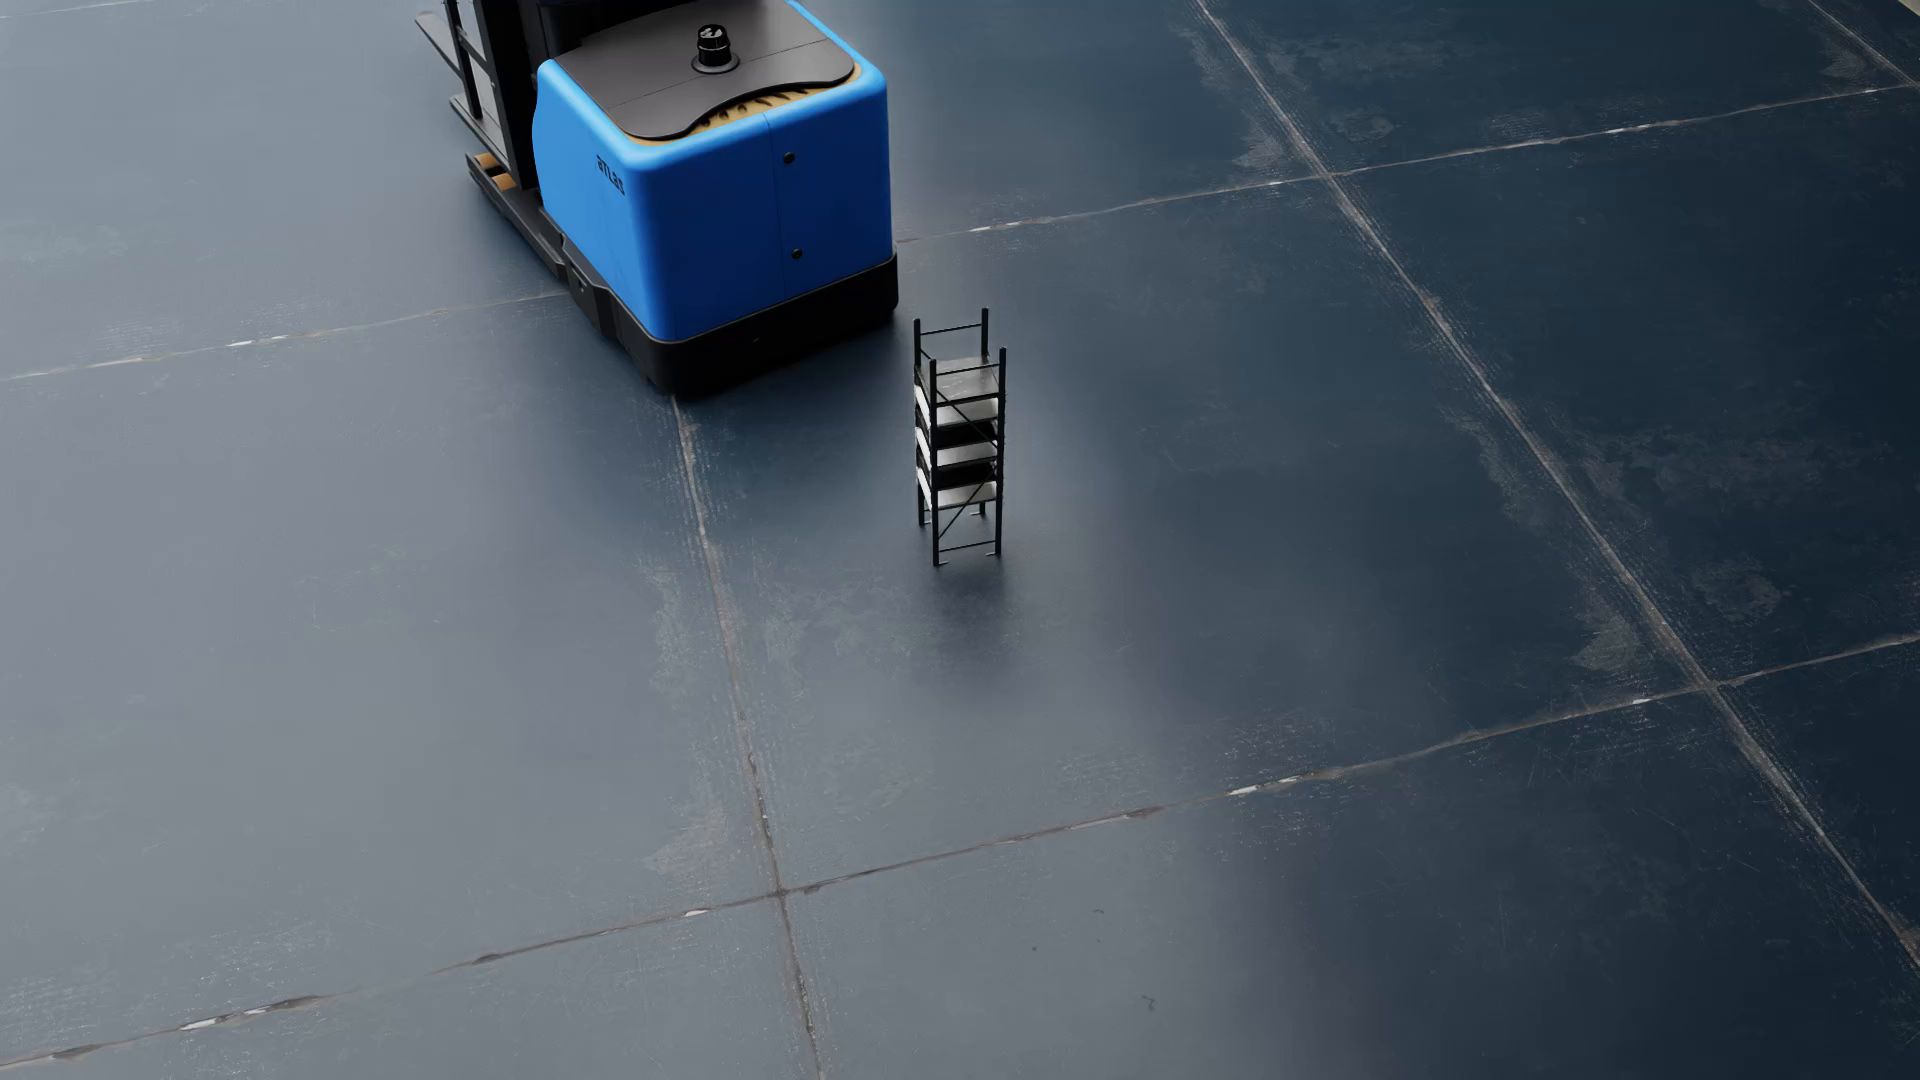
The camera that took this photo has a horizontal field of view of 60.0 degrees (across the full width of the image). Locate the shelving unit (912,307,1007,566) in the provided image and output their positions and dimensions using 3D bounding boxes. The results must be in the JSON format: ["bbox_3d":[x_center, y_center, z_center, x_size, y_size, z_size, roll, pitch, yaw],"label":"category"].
[{"bbox_3d":[-0.002,-0.321,5.434,0.258,0.900,0.210,-11,47,-10],"label":"shelving unit"}]

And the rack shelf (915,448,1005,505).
[{"bbox_3d":[-0.002,-0.234,5.522,0.258,0.077,0.200,-11,47,-10],"label":"rack shelf"}]

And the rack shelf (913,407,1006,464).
[{"bbox_3d":[-0.002,-0.360,5.394,0.258,0.077,0.200,-11,47,-10],"label":"rack shelf"}]

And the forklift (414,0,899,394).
[{"bbox_3d":[-1.474,-2.596,6.242,1.130,2.935,3.031,-25,51,-23],"label":"forklift"}]

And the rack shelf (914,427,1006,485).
[{"bbox_3d":[-0.002,-0.297,5.458,0.258,0.077,0.200,-11,47,-10],"label":"rack shelf"}]

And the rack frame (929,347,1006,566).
[{"bbox_3d":[0.024,-0.250,5.365,0.240,0.900,0.006,-11,47,-10],"label":"rack frame"}]

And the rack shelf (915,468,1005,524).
[{"bbox_3d":[-0.002,-0.171,5.586,0.258,0.077,0.200,-11,47,-10],"label":"rack shelf"}]

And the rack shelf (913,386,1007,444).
[{"bbox_3d":[-0.002,-0.423,5.329,0.258,0.077,0.200,-11,47,-10],"label":"rack shelf"}]

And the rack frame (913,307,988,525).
[{"bbox_3d":[-0.028,-0.391,5.503,0.240,0.900,0.006,-11,47,-10],"label":"rack frame"}]

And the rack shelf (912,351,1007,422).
[{"bbox_3d":[-0.002,-0.486,5.265,0.258,0.077,0.200,-11,47,-10],"label":"rack shelf"}]
